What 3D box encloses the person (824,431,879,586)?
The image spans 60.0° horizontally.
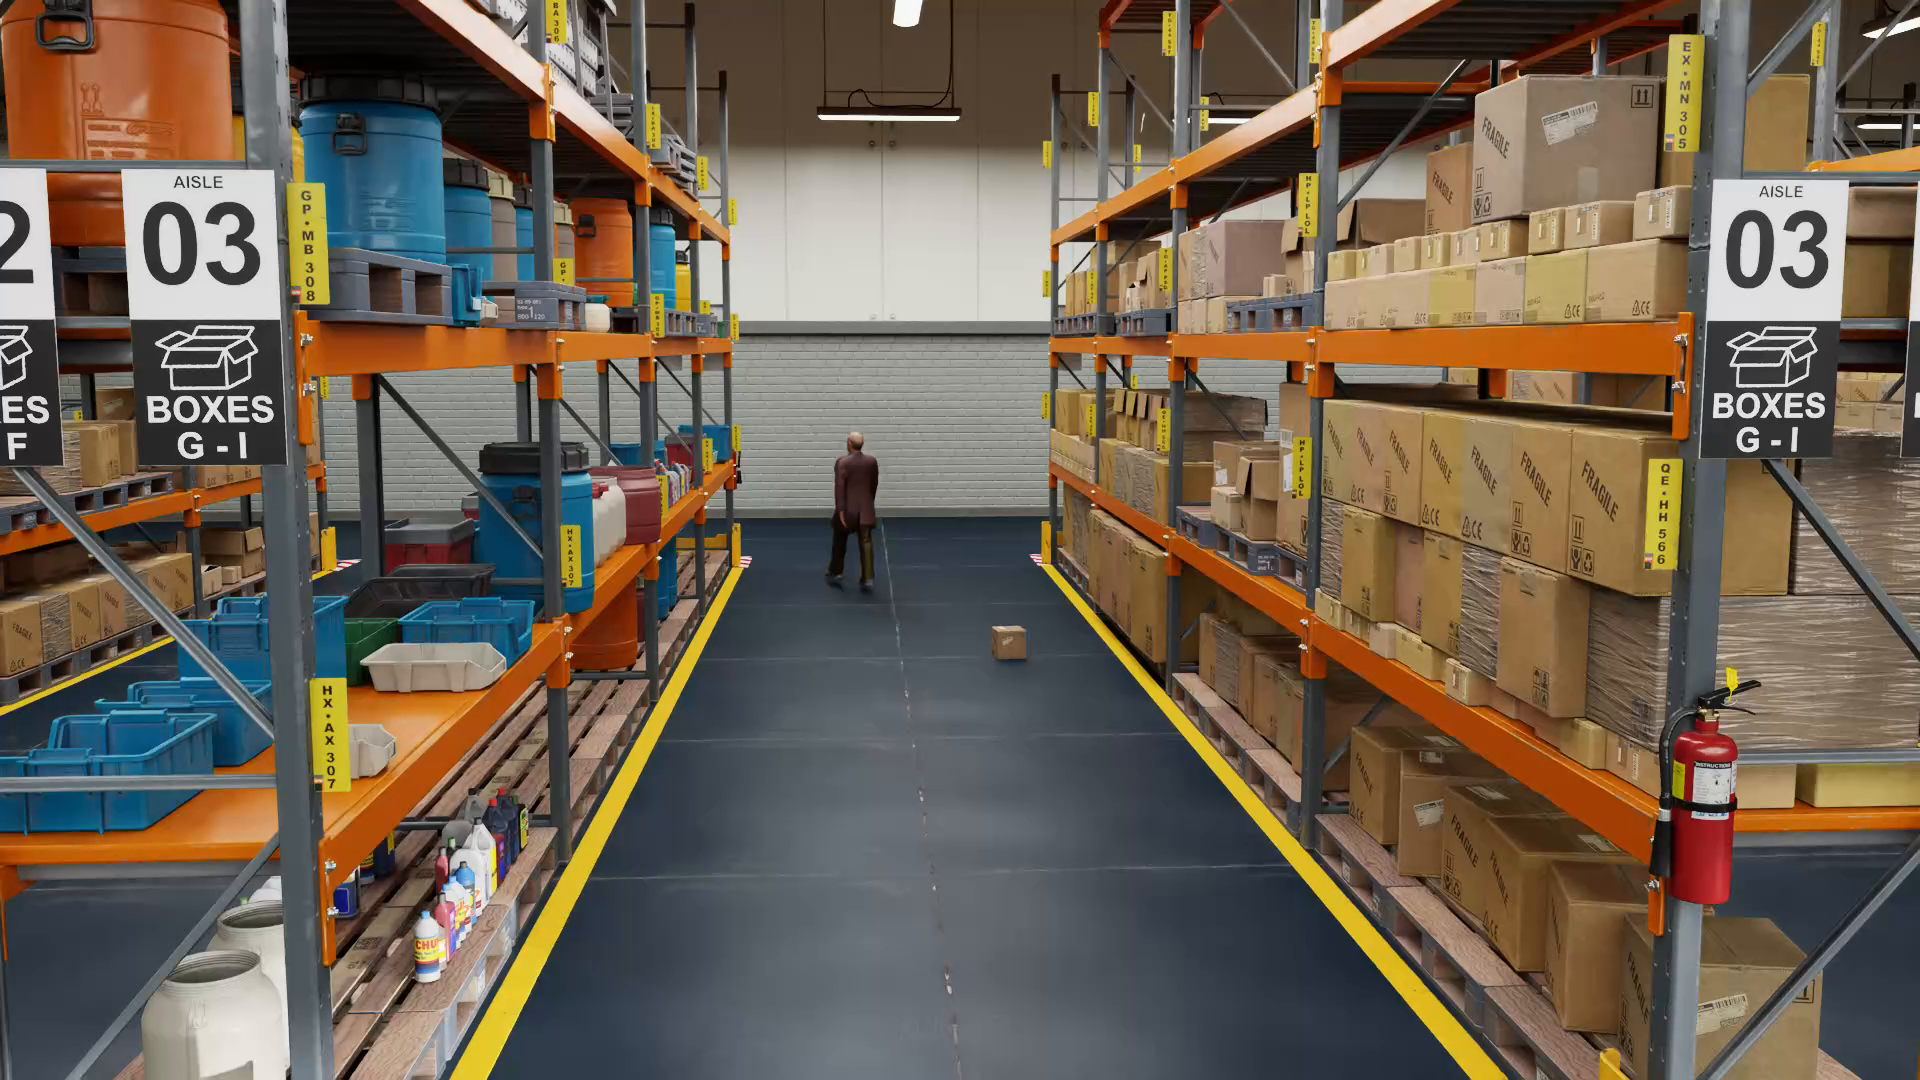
[{"bbox_3d":[-1.215,-0.373,18.846,0.569,1.727,1.047,-3,7,-21],"label":"person"}]
